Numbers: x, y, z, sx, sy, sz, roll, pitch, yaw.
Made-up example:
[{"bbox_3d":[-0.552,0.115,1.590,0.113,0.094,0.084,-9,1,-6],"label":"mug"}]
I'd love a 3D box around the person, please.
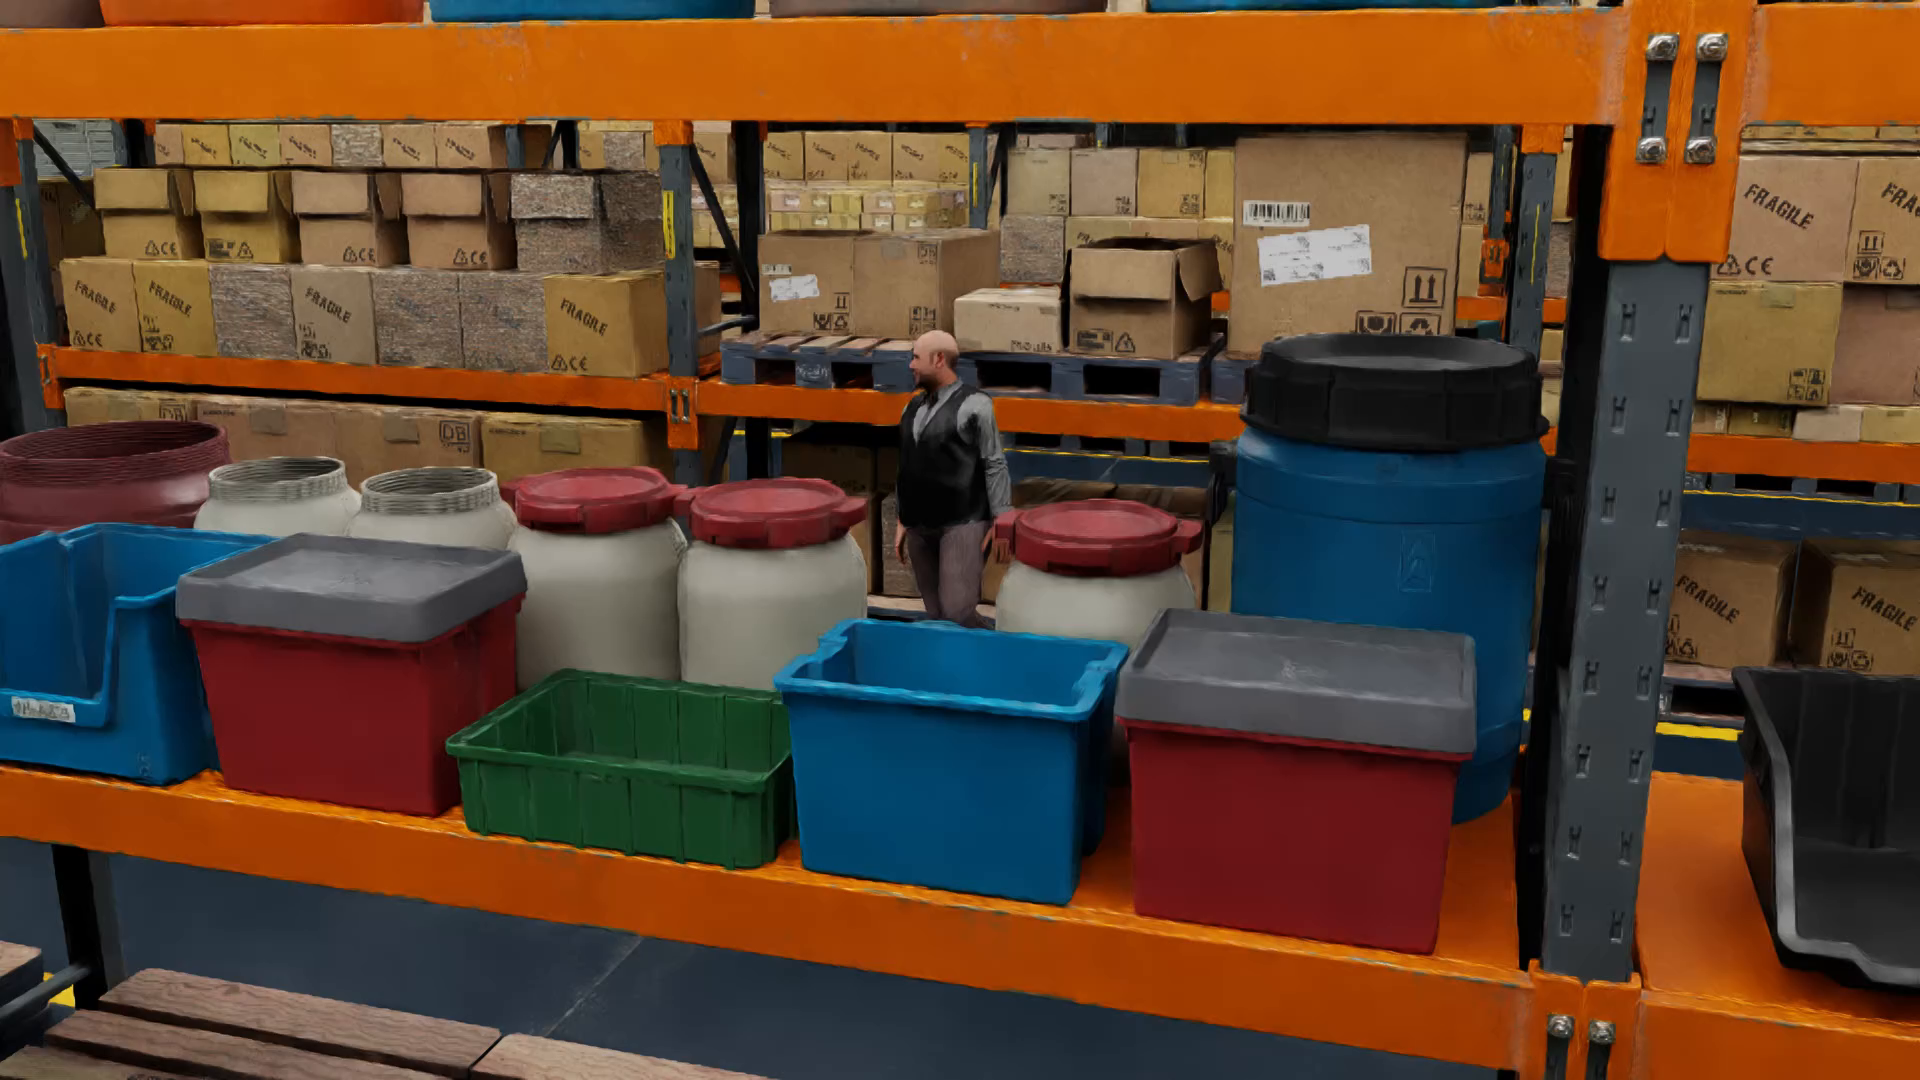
[{"bbox_3d":[-0.066,-0.034,7.179,0.638,1.705,0.446,12,19,39],"label":"person"}]
